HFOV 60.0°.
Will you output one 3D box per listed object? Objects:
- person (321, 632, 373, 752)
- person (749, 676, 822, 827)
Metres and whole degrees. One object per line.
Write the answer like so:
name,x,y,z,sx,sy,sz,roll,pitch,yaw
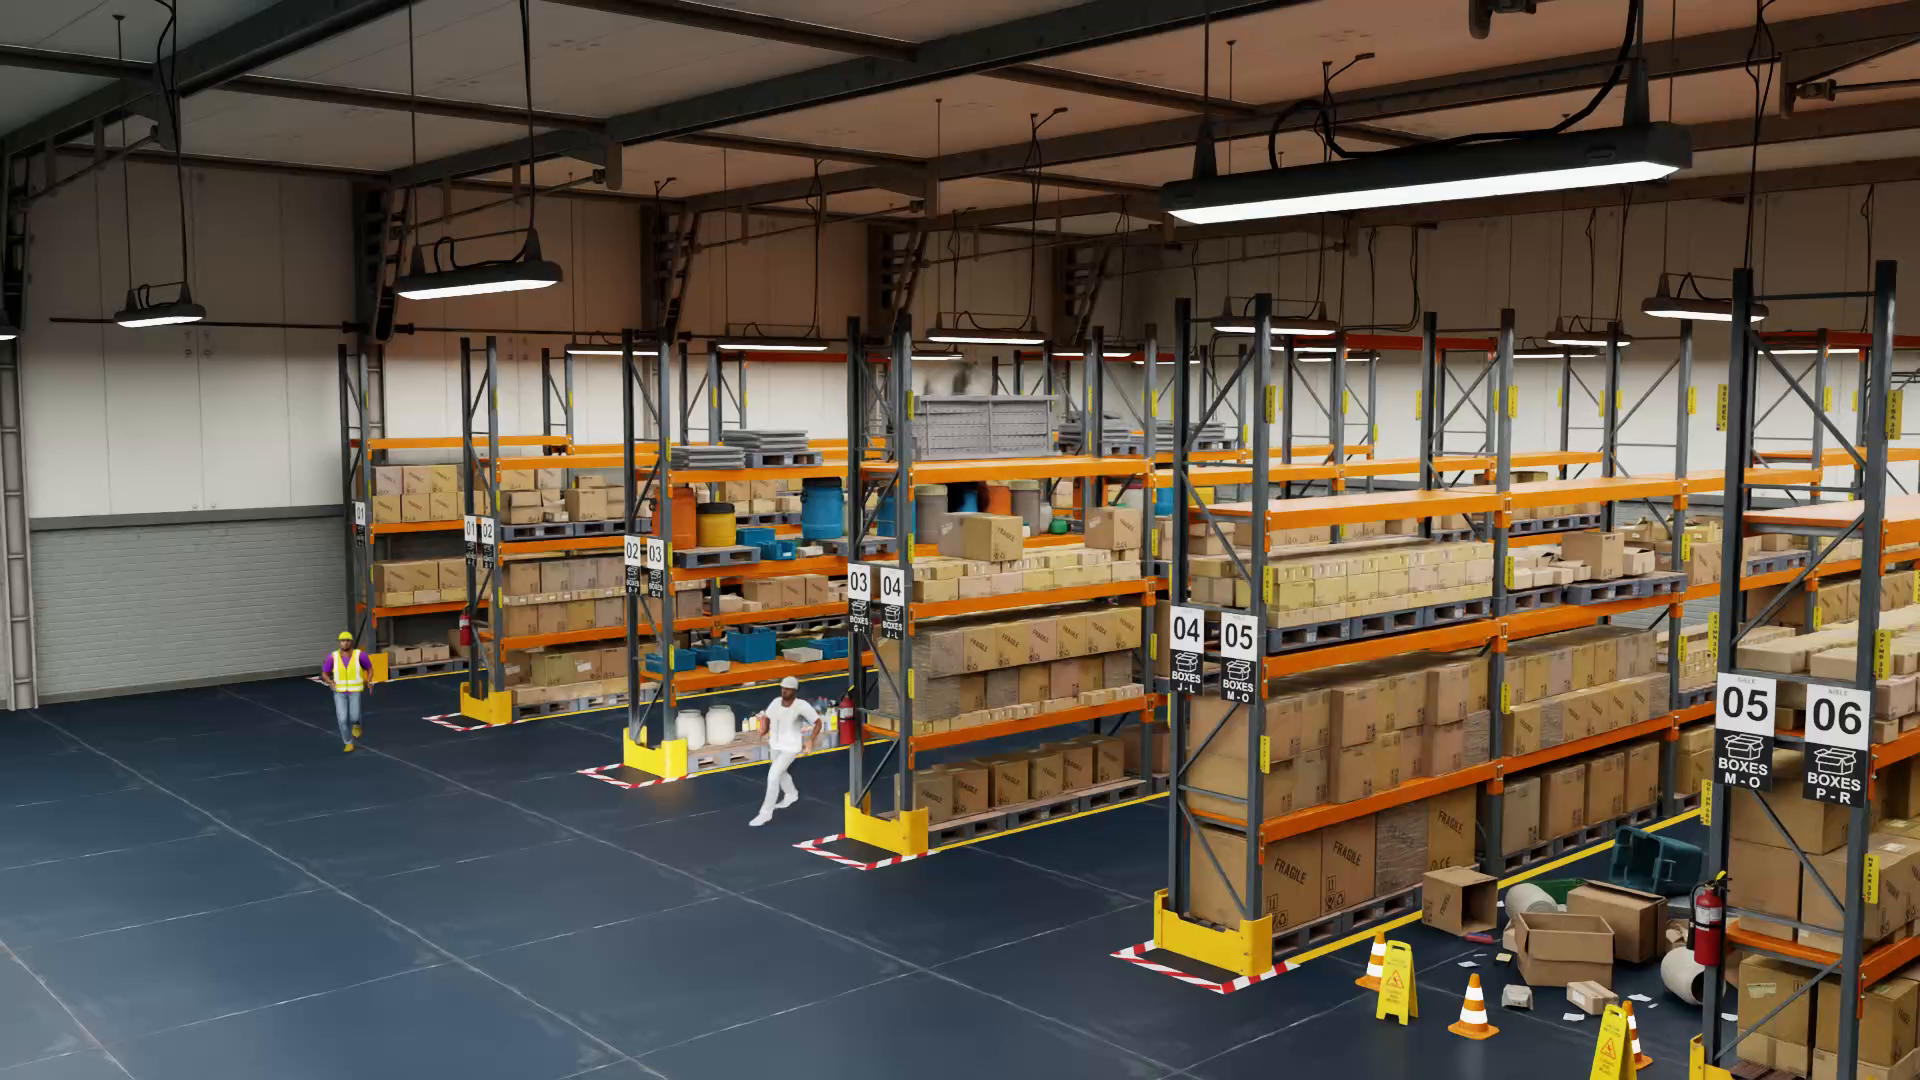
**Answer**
person,-8.814,2.171,23.936,0.703,1.723,0.588,-2,5,-17
person,-2.107,2.504,19.928,0.759,1.767,0.912,4,7,40
